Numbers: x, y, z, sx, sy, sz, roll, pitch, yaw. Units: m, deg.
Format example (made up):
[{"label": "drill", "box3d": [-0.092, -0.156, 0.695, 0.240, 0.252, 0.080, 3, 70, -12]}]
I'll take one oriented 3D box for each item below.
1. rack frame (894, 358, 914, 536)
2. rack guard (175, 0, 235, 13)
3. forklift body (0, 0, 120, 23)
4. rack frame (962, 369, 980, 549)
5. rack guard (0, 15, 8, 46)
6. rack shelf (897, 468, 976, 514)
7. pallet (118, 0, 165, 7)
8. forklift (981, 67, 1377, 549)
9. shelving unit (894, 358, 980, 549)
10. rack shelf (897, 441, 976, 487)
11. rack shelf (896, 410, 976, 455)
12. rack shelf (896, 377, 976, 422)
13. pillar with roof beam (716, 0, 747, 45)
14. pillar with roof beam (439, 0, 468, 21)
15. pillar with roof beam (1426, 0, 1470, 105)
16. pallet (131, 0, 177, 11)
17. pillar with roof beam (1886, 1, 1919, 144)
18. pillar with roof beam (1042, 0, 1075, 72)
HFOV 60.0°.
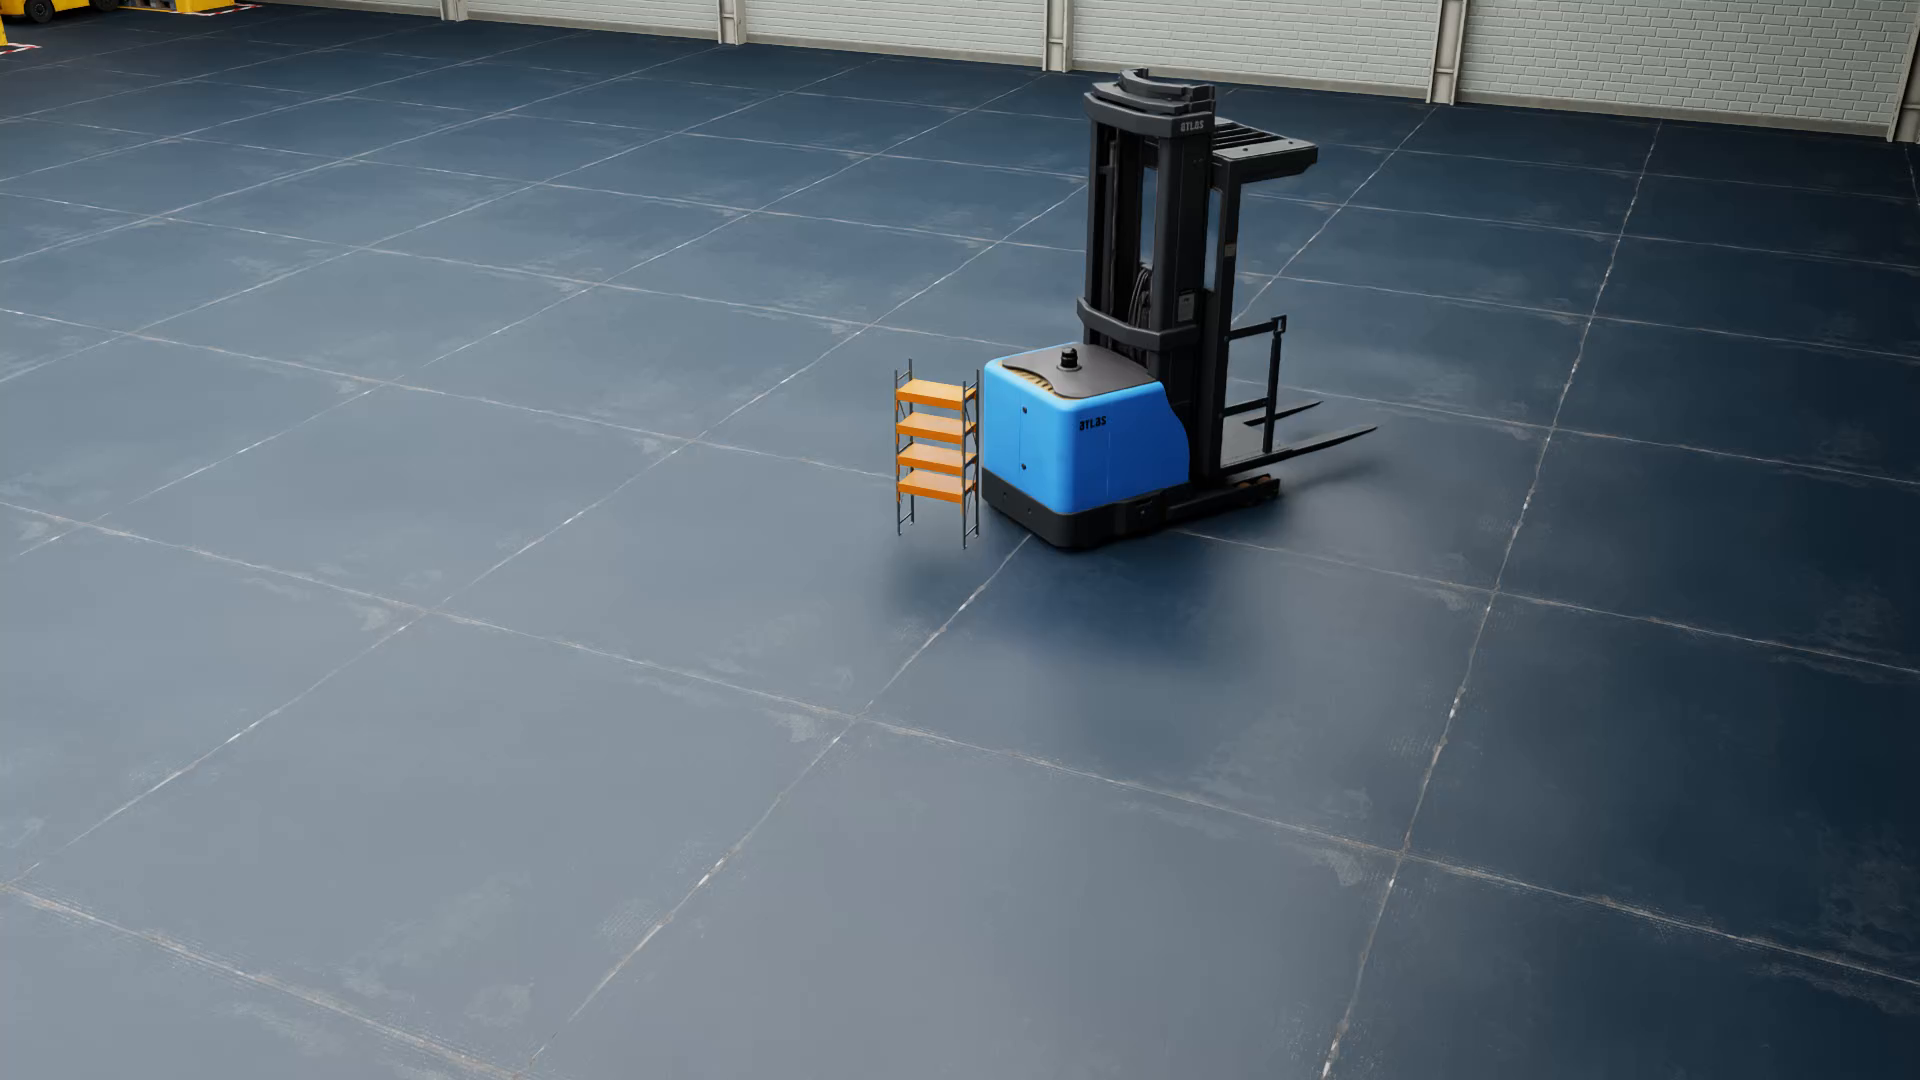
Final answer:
[{"label": "rack frame", "box3d": [-0.373, -0.613, 11.137, 0.015, 1.200, 0.240, 11, 28, 22]}, {"label": "rack guard", "box3d": [-14.554, -10.497, 32.004, 0.348, 0.500, 1.175, 11, 28, 22]}, {"label": "forklift body", "box3d": [-17.057, -10.855, 30.863, 1.214, 2.155, 2.313, 11, 28, 22]}, {"label": "rack frame", "box3d": [0.071, -0.524, 10.956, 0.015, 1.200, 0.240, 11, 28, 22]}, {"label": "rack guard", "box3d": [-16.696, -8.519, 27.986, 0.348, 0.500, 1.175, 11, 28, 22]}, {"label": "rack shelf", "box3d": [-0.151, -0.330, 11.164, 0.480, 0.148, 0.258, 11, 28, 22]}, {"label": "pallet", "box3d": [-16.396, -10.718, 32.781, 1.213, 0.211, 1.003, 11, 28, 22]}, {"label": "forklift", "box3d": [1.673, -1.734, 11.453, 3.031, 2.935, 1.130, -15, 30, -28]}, {"label": "shelving unit", "box3d": [-0.151, -0.569, 11.046, 0.503, 1.200, 0.258, 11, 28, 22]}, {"label": "rack shelf", "box3d": [-0.151, -0.508, 11.076, 0.480, 0.148, 0.258, 11, 28, 22]}, {"label": "rack shelf", "box3d": [-0.151, -0.709, 10.977, 0.480, 0.148, 0.258, 11, 28, 22]}, {"label": "rack shelf", "box3d": [-0.151, -0.921, 10.873, 0.480, 0.148, 0.258, 11, 28, 22]}, {"label": "pillar with roof beam", "box3d": [-5.695, -10.879, 23.158, 0.400, 9.000, 9.100, 11, 28, 22]}, {"label": "pillar with roof beam", "box3d": [-11.156, -11.976, 25.386, 0.400, 9.000, 9.100, 11, 28, 22]}, {"label": "pillar with roof beam", "box3d": [5.229, -8.685, 18.702, 0.400, 9.000, 9.100, 11, 28, 22]}, {"label": "pallet", "box3d": [-15.289, -10.495, 32.327, 1.213, 0.211, 1.003, 11, 28, 22]}, {"label": "pillar with roof beam", "box3d": [10.691, -7.588, 16.474, 0.400, 9.000, 9.100, 11, 28, 22]}, {"label": "pillar with roof beam", "box3d": [-0.233, -9.782, 20.930, 0.400, 9.000, 9.100, 11, 28, 22]}]
